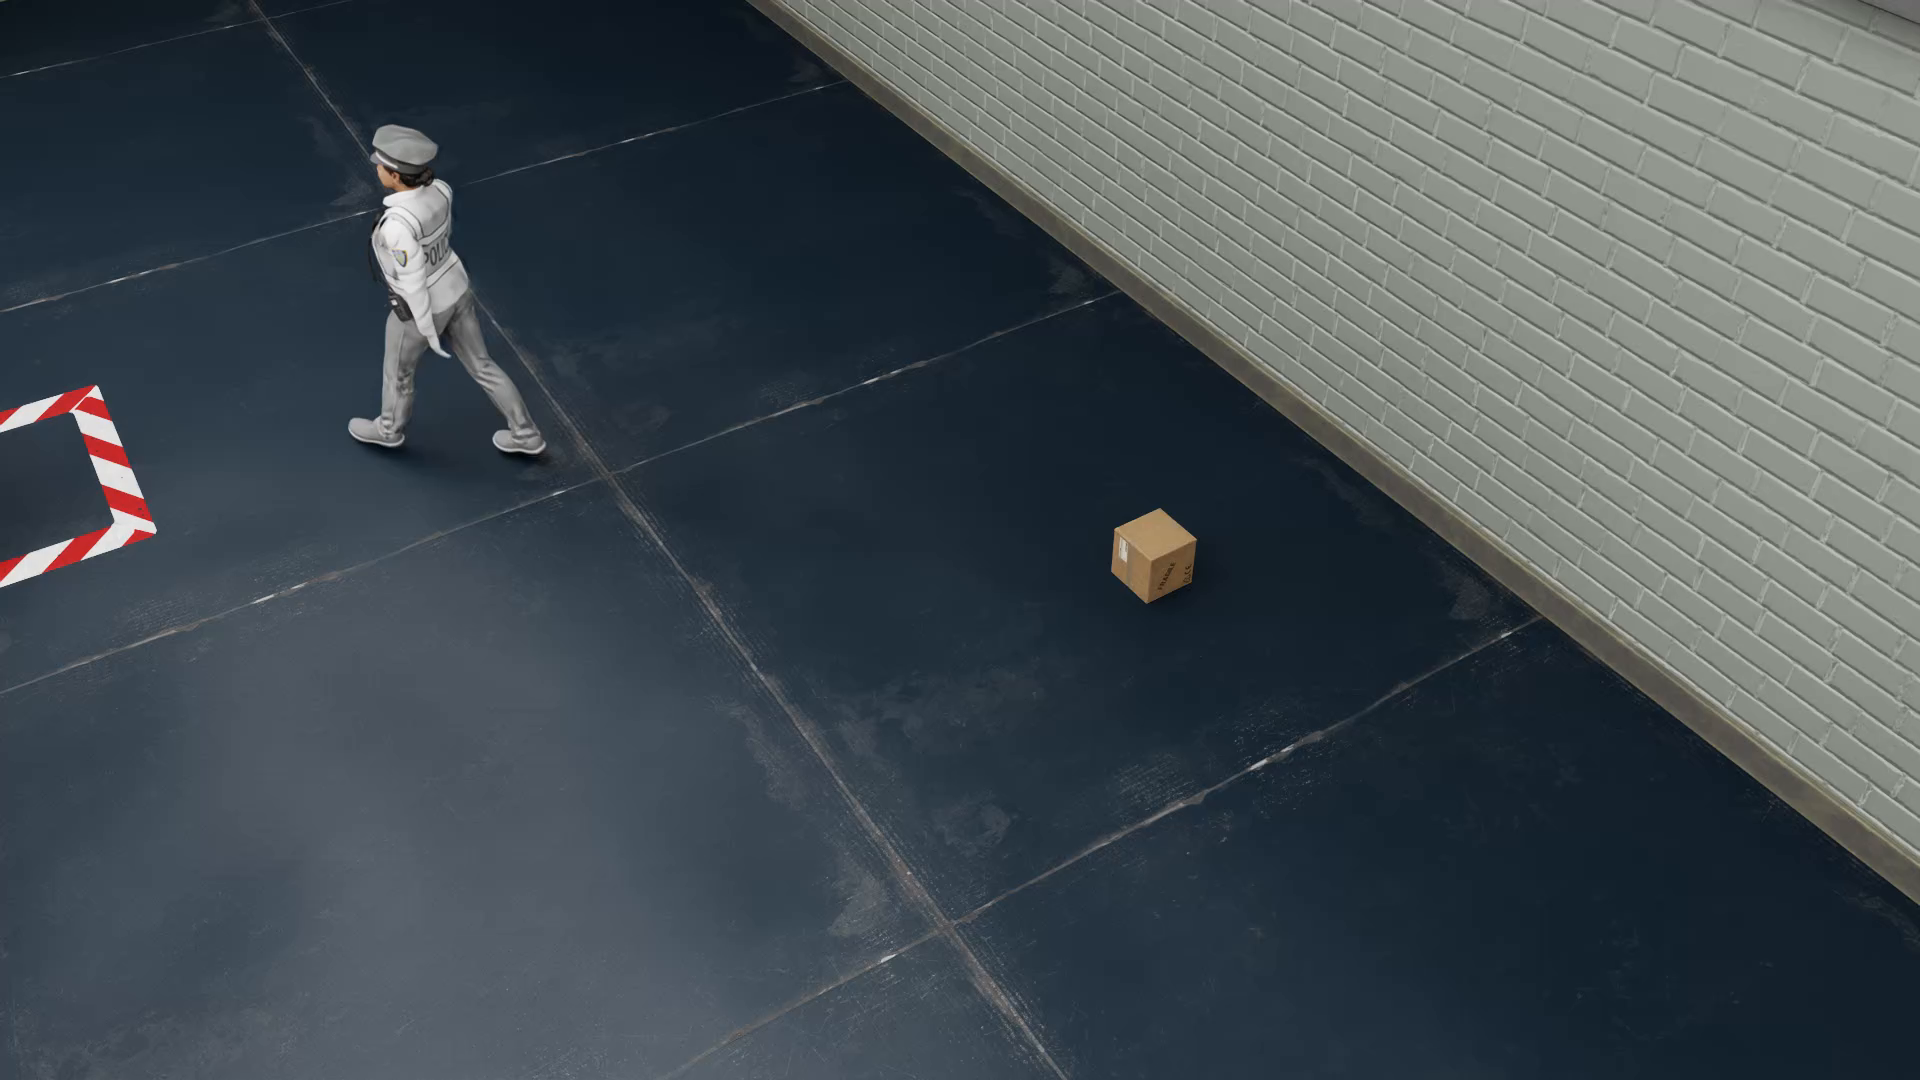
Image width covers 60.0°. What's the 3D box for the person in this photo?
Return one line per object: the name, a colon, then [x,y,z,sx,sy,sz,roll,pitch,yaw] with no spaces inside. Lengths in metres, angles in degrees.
person: [-2.412,-1.095,7.381,0.968,1.630,0.498,13,43,15]
